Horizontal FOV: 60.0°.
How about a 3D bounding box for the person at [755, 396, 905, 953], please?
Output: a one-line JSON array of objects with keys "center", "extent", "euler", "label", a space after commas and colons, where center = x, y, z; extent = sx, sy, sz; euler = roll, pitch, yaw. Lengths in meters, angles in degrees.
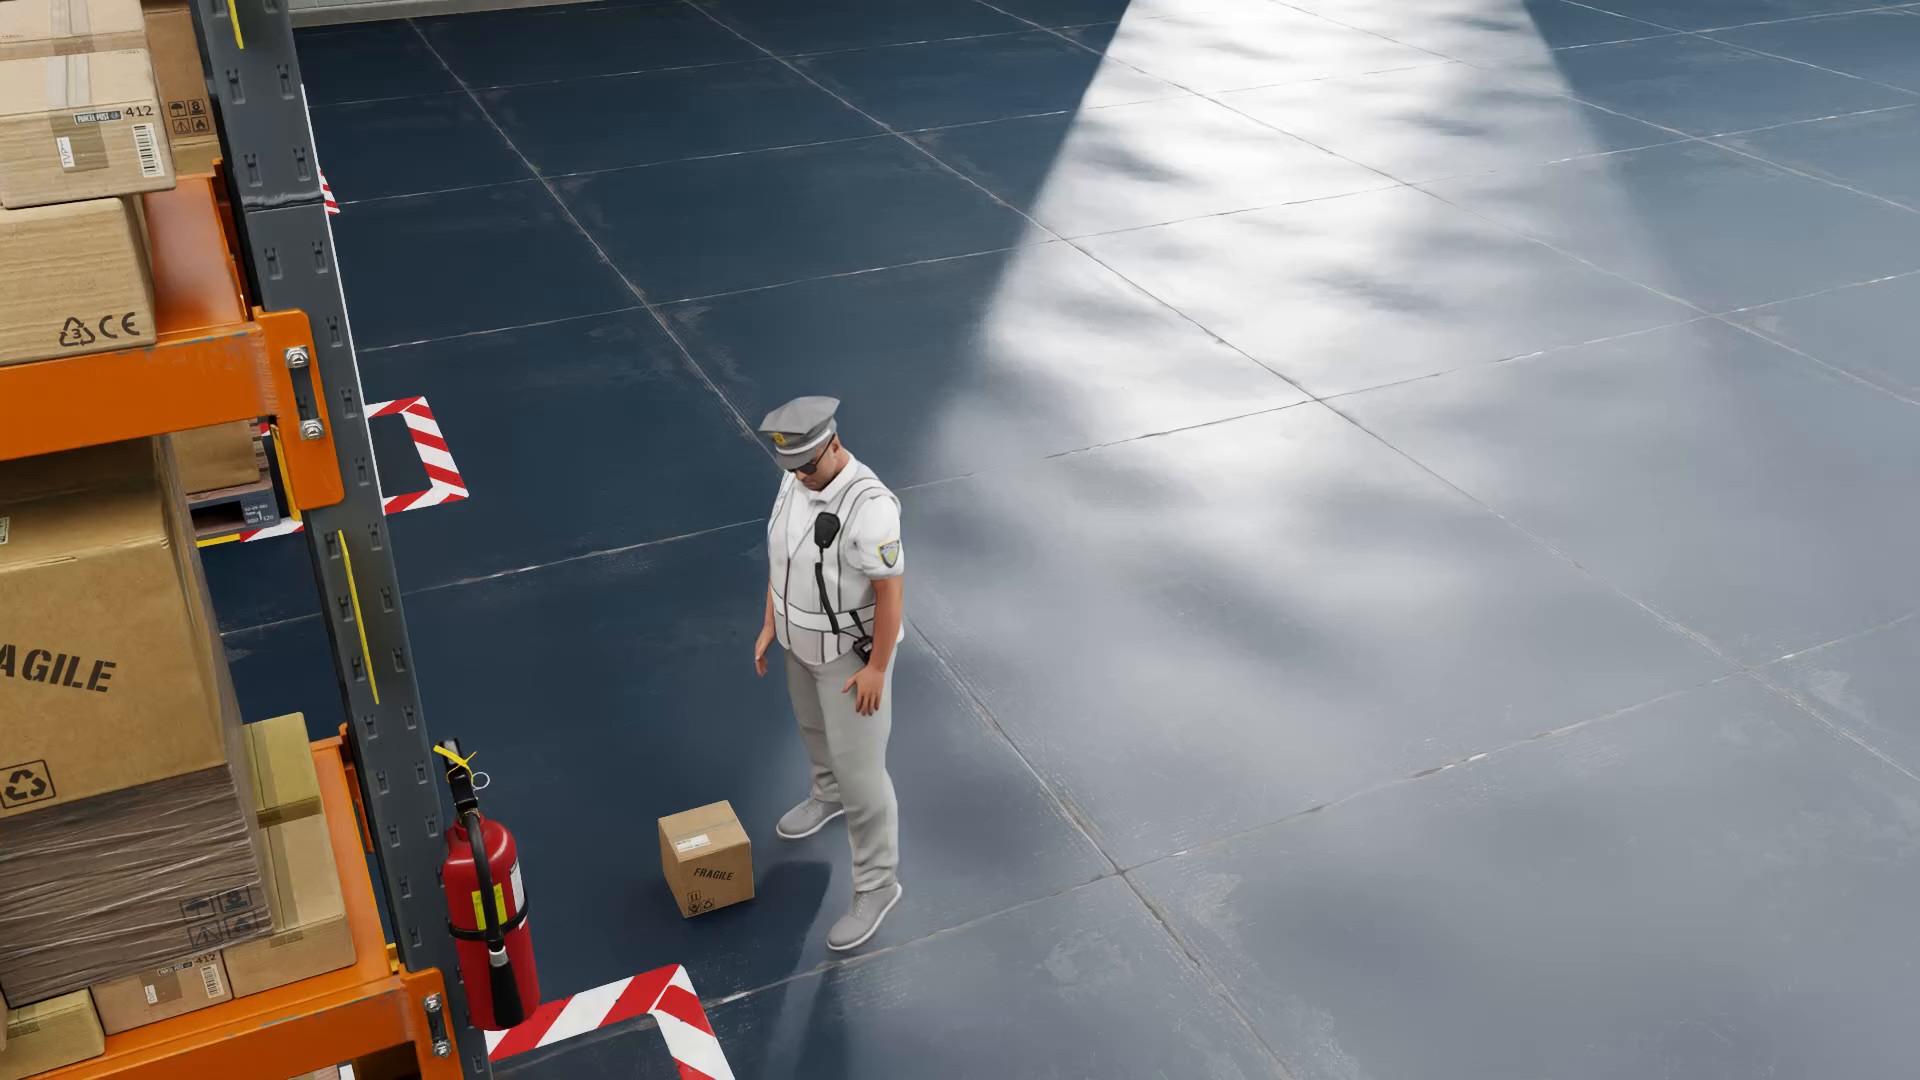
[{"center": [-0.409, 0.394, 5.401], "extent": [0.549, 1.742, 0.738], "euler": [-22, 36, -34], "label": "person"}]
